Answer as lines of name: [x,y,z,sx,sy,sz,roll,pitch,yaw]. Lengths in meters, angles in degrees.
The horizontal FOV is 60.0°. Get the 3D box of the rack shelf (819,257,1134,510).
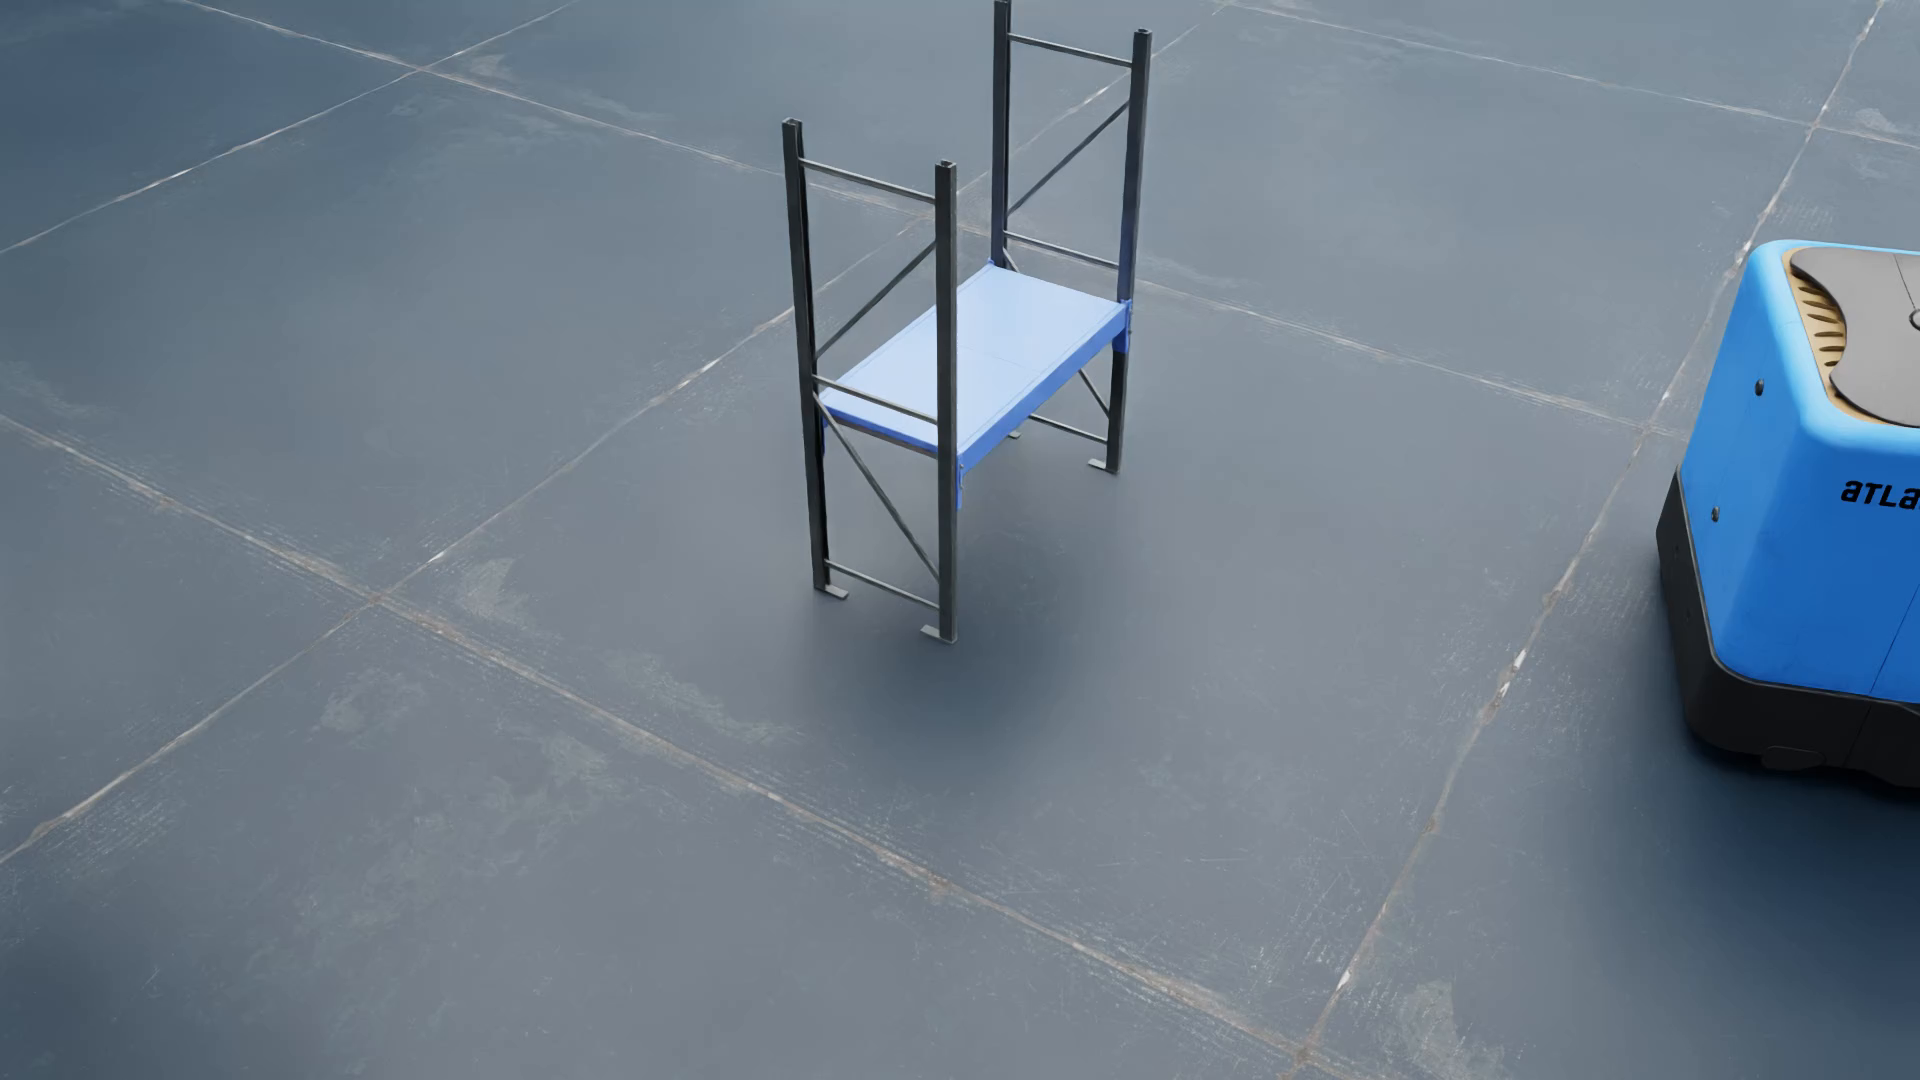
rack shelf: [0.046,-0.496,4.959,0.538,0.185,1.000,21,42,25]

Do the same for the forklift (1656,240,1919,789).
forklift: [3.538,-0.663,3.710,3.031,2.935,1.130,8,38,10]

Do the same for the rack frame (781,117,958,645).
rack frame: [-0.227,-0.376,4.509,0.500,1.500,0.032,21,42,25]

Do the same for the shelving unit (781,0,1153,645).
shelving unit: [0.046,-0.638,4.849,0.538,1.500,1.048,21,42,25]

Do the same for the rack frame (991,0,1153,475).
rack frame: [0.318,-0.900,5.189,0.500,1.500,0.032,21,42,25]
